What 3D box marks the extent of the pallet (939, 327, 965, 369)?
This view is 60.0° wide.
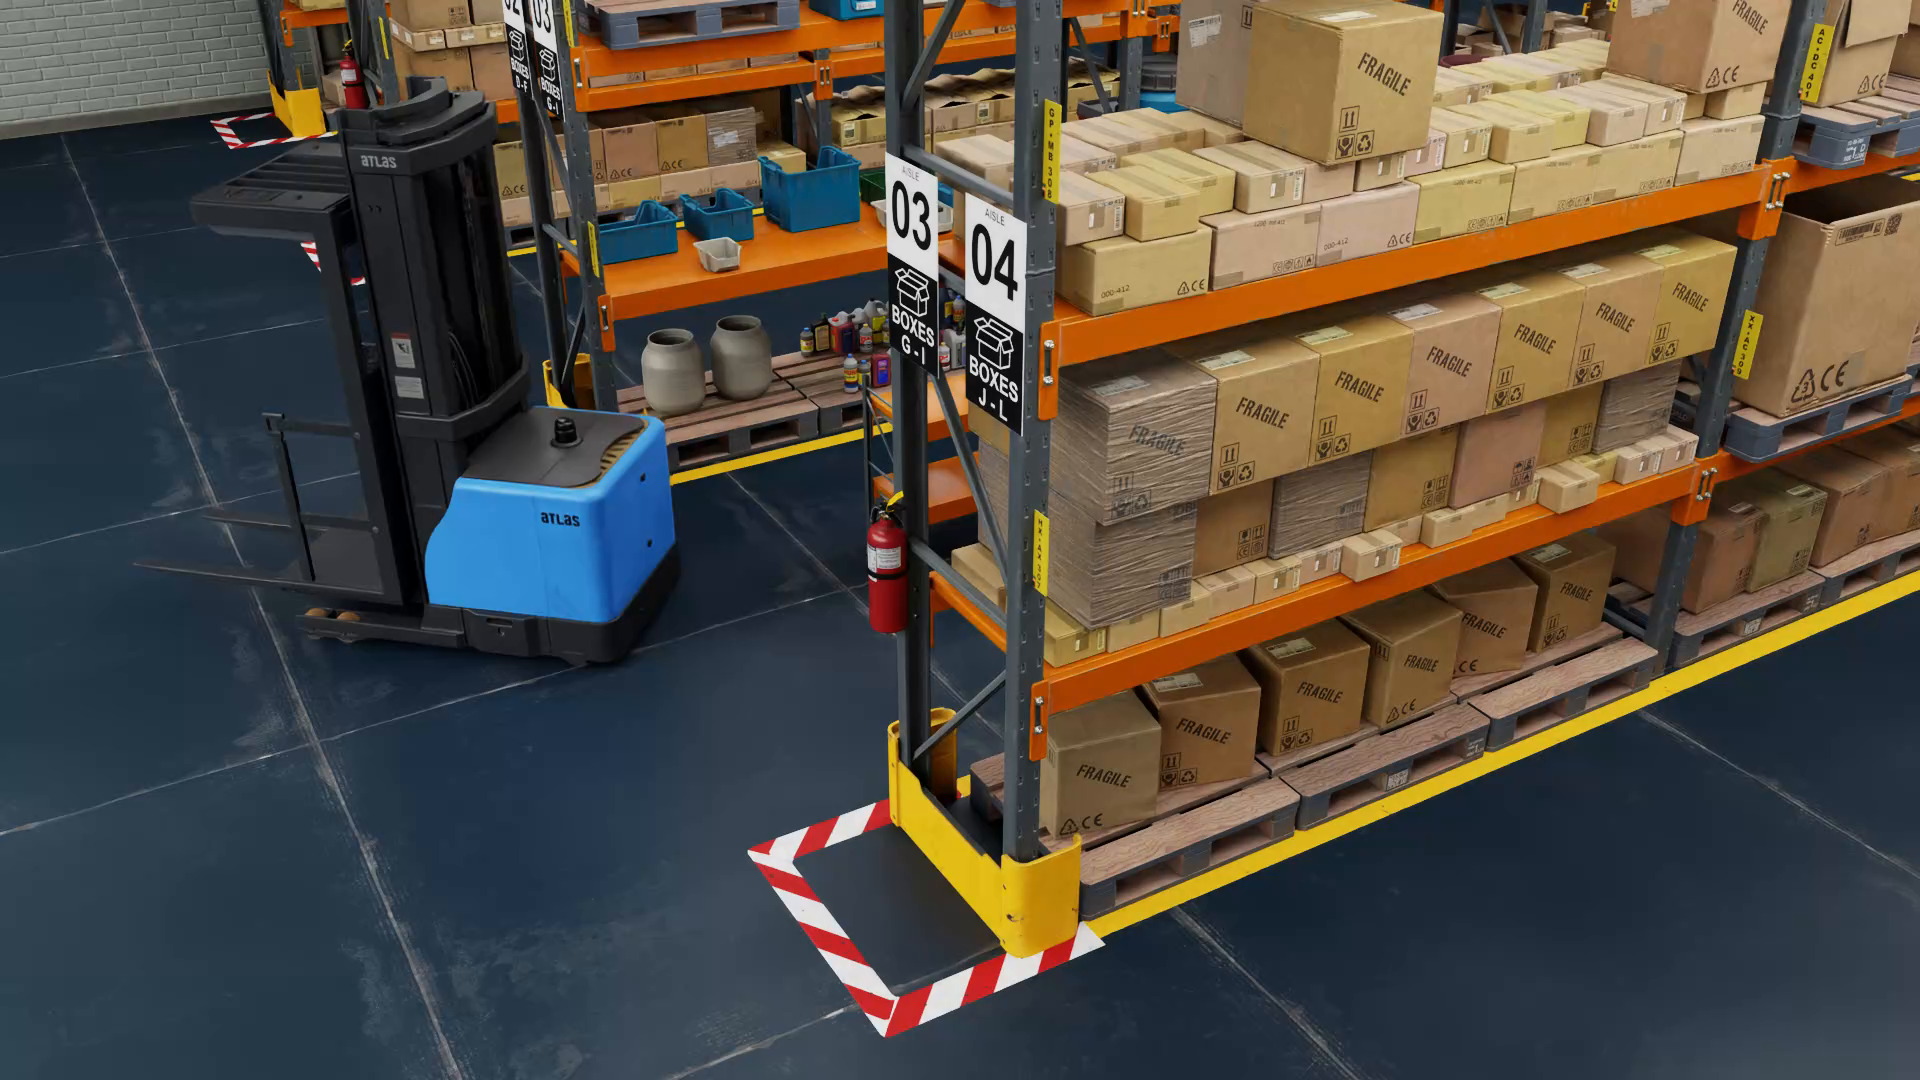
[{"bbox_3d":[0.362,-1.473,12.700,1.213,0.211,1.003,-16,33,-26],"label":"pallet"}]

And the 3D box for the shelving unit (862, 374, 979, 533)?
[{"bbox_3d":[0.006,-0.494,9.981,1.048,1.125,0.538,-16,33,-26],"label":"shelving unit"}]

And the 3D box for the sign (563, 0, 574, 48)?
[{"bbox_3d":[-2.211,-2.948,9.375,0.005,0.325,0.100,-16,33,-26],"label":"sign"}]

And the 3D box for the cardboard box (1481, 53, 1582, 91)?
[{"bbox_3d":[2.595,-2.097,7.584,0.250,0.149,0.380,-16,33,-26],"label":"cardboard box"}]

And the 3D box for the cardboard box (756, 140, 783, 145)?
[{"bbox_3d":[-2.097,-3.898,16.620,0.500,0.250,0.500,-16,33,-26],"label":"cardboard box"}]

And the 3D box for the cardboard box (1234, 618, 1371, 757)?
[{"bbox_3d":[1.617,0.660,8.101,0.500,0.500,0.500,-13,31,-22],"label":"cardboard box"}]

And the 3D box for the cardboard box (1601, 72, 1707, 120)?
[{"bbox_3d":[3.061,-1.972,7.357,0.250,0.149,0.380,-15,32,-26],"label":"cardboard box"}]

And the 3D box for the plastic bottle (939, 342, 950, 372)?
[{"bbox_3d":[-0.121,-1.326,11.989,0.097,0.201,0.097,0,29,0],"label":"plastic bottle"}]

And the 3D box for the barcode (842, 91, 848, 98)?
[{"bbox_3d":[-1.113,-4.313,16.098,0.075,0.075,0.001,-16,33,-26],"label":"barcode"}]

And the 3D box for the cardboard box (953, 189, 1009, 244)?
[{"bbox_3d":[0.310,-1.270,6.497,0.500,0.250,0.500,-15,32,-25],"label":"cardboard box"}]

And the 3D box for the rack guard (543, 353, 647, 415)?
[{"bbox_3d":[-2.445,-0.805,11.192,0.348,0.500,1.175,-16,33,-26],"label":"rack guard"}]

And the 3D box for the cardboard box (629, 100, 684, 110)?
[{"bbox_3d":[-2.964,-3.985,16.002,0.500,0.500,0.500,-16,33,-26],"label":"cardboard box"}]

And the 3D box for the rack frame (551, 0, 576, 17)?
[{"bbox_3d":[-2.486,-4.488,9.069,0.127,3.000,1.000,-16,33,-26],"label":"rack frame"}]

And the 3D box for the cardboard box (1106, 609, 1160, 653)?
[{"bbox_3d":[0.615,0.288,6.883,0.250,0.149,0.380,-16,33,-26],"label":"cardboard box"}]

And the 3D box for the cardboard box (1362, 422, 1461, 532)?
[{"bbox_3d":[1.771,-0.490,7.622,0.500,0.500,0.875,-16,33,-26],"label":"cardboard box"}]

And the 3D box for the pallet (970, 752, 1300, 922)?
[{"bbox_3d":[0.807,1.220,7.821,1.213,0.211,1.003,-16,33,-26],"label":"pallet"}]

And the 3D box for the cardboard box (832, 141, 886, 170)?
[{"bbox_3d":[-1.070,-3.881,16.588,0.500,0.250,0.500,-17,33,-27],"label":"cardboard box"}]

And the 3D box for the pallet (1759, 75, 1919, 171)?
[{"bbox_3d":[4.058,-2.115,8.068,1.003,0.211,1.213,-16,33,-26],"label":"pallet"}]

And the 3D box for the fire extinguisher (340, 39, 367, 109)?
[{"bbox_3d":[-5.330,-4.057,14.576,0.183,0.674,0.296,-16,33,-26],"label":"fire extinguisher"}]

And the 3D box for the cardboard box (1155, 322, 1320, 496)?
[{"bbox_3d":[1.070,-0.551,6.697,0.500,0.500,0.500,-16,33,-26],"label":"cardboard box"}]

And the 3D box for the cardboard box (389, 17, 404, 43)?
[{"bbox_3d":[-4.760,-4.427,14.392,0.250,0.149,0.380,-16,33,-27],"label":"cardboard box"}]

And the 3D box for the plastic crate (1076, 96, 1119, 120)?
[{"bbox_3d":[1.225,-3.115,12.723,0.583,0.464,0.402,-16,33,-26],"label":"plastic crate"}]

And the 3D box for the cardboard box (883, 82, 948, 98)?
[{"bbox_3d":[-0.463,-4.600,17.312,0.500,0.311,0.500,-16,33,-26],"label":"cardboard box"}]

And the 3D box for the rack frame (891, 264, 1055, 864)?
[{"bbox_3d":[0.023,0.202,6.780,0.127,3.000,1.000,-16,33,-26],"label":"rack frame"}]

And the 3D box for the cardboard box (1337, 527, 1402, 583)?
[{"bbox_3d":[1.732,0.015,7.379,0.250,0.149,0.380,-16,33,-26],"label":"cardboard box"}]

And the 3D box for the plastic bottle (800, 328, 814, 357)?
[{"bbox_3d":[-1.125,-1.461,12.234,0.097,0.201,0.097,0,29,0],"label":"plastic bottle"}]

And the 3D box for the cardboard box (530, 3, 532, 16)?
[{"bbox_3d":[-3.653,-4.914,14.604,0.500,0.500,0.700,-16,33,-26],"label":"cardboard box"}]

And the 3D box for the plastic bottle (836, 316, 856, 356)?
[{"bbox_3d":[-0.839,-1.503,12.225,0.133,0.283,0.061,-16,33,-26],"label":"plastic bottle"}]

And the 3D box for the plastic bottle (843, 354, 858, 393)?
[{"bbox_3d":[-0.765,-1.174,11.641,0.097,0.271,0.097,0,29,0],"label":"plastic bottle"}]

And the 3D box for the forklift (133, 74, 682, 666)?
[{"bbox_3d":[-3.200,-0.956,8.949,3.031,2.935,1.130,6,29,11],"label":"forklift"}]

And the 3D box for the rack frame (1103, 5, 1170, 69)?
[{"bbox_3d":[1.905,-5.884,17.808,0.127,3.000,1.000,-16,33,-26],"label":"rack frame"}]

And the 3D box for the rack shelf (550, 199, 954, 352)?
[{"bbox_3d":[-0.762,-2.036,11.580,4.000,0.370,1.077,-16,33,-26],"label":"rack shelf"}]

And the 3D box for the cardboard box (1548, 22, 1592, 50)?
[{"bbox_3d":[7.624,-6.375,21.088,0.500,0.250,0.500,-16,33,-26],"label":"cardboard box"}]

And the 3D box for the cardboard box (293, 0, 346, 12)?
[{"bbox_3d":[-6.924,-5.919,18.005,0.500,0.250,0.500,-17,33,-28],"label":"cardboard box"}]

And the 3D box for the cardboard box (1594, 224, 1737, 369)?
[{"bbox_3d":[3.223,-1.164,7.809,0.500,0.500,0.500,-16,33,-26],"label":"cardboard box"}]

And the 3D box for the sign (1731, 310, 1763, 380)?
[{"bbox_3d":[3.753,-0.932,7.939,0.005,0.325,0.100,-16,33,-26],"label":"sign"}]

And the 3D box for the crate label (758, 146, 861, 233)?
[{"bbox_3d":[-1.036,-2.440,11.531,0.616,0.435,0.502,-16,33,-26],"label":"crate label"}]

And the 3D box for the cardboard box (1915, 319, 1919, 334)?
[{"bbox_3d":[4.920,-1.469,9.266,0.637,0.503,0.797,-12,31,-21],"label":"cardboard box"}]

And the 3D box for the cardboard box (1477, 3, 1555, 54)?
[{"bbox_3d":[6.971,-6.425,20.916,0.637,0.503,0.797,-16,33,-26],"label":"cardboard box"}]

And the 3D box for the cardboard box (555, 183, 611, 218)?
[{"bbox_3d":[-3.557,-3.191,15.338,0.500,0.250,0.500,-16,33,-26],"label":"cardboard box"}]

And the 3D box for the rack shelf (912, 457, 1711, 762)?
[{"bbox_3d":[1.747,0.027,7.841,4.000,0.370,1.077,-16,33,-26],"label":"rack shelf"}]

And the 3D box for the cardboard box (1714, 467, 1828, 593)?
[{"bbox_3d":[4.433,-0.126,9.505,0.500,0.500,0.700,-16,33,-27],"label":"cardboard box"}]

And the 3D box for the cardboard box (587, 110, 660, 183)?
[{"bbox_3d":[-3.123,-3.639,15.374,0.500,0.500,0.500,-16,33,-26],"label":"cardboard box"}]

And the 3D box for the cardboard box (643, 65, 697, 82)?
[{"bbox_3d":[-2.809,-4.585,15.349,0.500,0.500,0.700,-15,32,-26],"label":"cardboard box"}]

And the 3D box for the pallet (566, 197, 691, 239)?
[{"bbox_3d":[-3.304,-3.206,15.842,1.213,0.211,1.003,-16,33,-26],"label":"pallet"}]

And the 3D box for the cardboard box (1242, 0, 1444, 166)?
[{"bbox_3d":[1.440,-1.755,6.293,0.500,0.500,0.500,-16,33,-27],"label":"cardboard box"}]

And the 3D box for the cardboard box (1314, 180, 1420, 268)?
[{"bbox_3d":[1.440,-1.305,6.560,0.500,0.250,0.500,-16,33,-27],"label":"cardboard box"}]

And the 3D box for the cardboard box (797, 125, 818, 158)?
[{"bbox_3d":[-1.333,-4.107,16.999,0.500,0.250,0.500,-16,33,-27],"label":"cardboard box"}]

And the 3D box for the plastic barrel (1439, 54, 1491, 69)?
[{"bbox_3d":[4.165,-3.640,13.600,0.708,0.536,0.600,-16,33,-26],"label":"plastic barrel"}]

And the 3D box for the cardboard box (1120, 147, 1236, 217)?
[{"bbox_3d":[0.805,-1.328,6.190,0.250,0.149,0.380,-16,33,-27],"label":"cardboard box"}]

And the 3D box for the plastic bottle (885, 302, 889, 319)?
[{"bbox_3d":[-0.473,-1.699,12.510,0.185,0.351,0.144,-16,33,-27],"label":"plastic bottle"}]

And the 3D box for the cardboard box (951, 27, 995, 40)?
[{"bbox_3d":[0.013,-5.382,16.794,0.500,0.500,0.500,-16,33,-26],"label":"cardboard box"}]

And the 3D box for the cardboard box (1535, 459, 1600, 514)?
[{"bbox_3d":[2.810,-0.291,7.933,0.250,0.149,0.380,-16,33,-26],"label":"cardboard box"}]

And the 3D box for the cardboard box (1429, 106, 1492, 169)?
[{"bbox_3d":[1.927,-1.646,6.766,0.250,0.149,0.380,-17,33,-28],"label":"cardboard box"}]

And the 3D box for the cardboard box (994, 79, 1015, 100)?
[{"bbox_3d":[0.697,-4.627,17.360,0.500,0.311,0.500,-16,33,-27],"label":"cardboard box"}]

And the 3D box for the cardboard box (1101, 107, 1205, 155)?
[{"bbox_3d":[0.773,-1.617,6.714,0.250,0.149,0.380,-16,33,-26],"label":"cardboard box"}]
